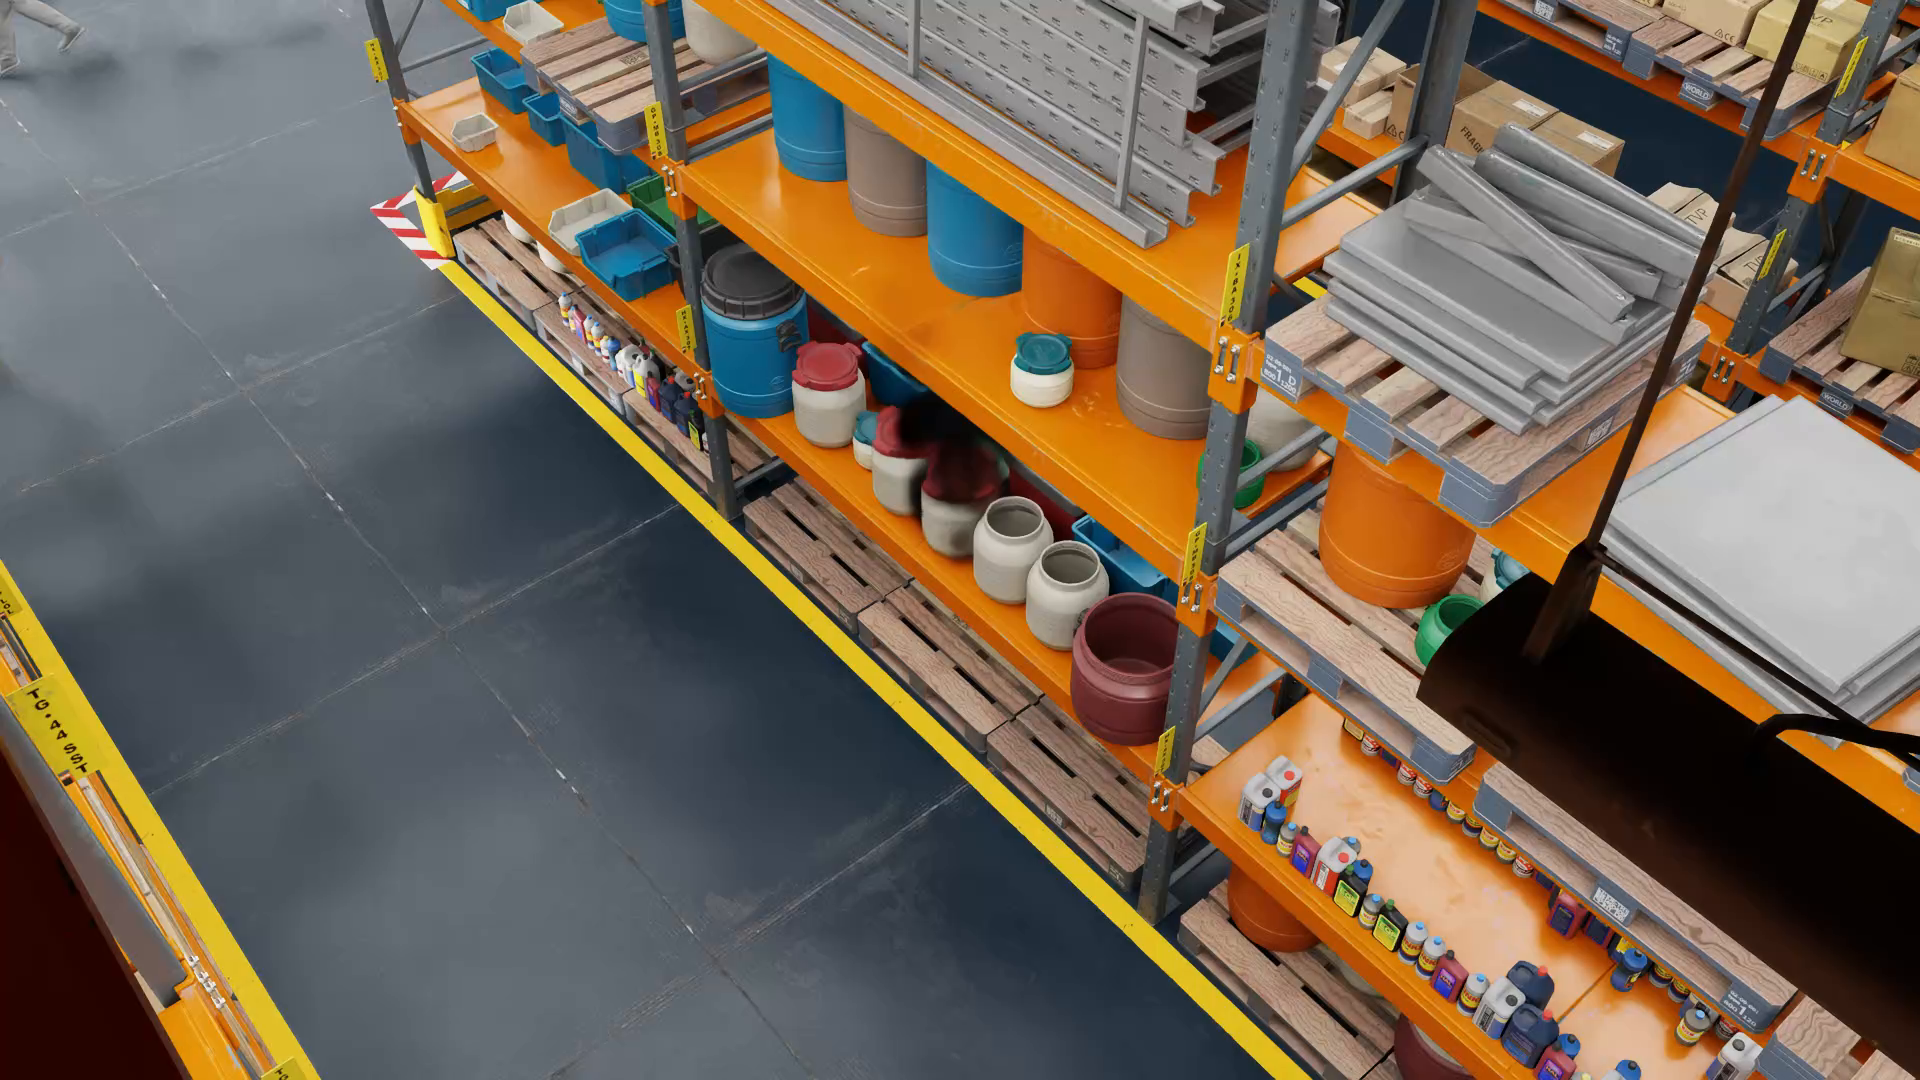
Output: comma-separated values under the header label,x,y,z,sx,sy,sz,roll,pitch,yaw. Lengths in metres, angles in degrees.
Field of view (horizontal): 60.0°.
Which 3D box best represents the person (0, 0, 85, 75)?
label,x,y,z,sx,sy,sz,roll,pitch,yaw
person,-8.356,-4.927,14.396,0.869,1.778,0.664,-14,48,-13
